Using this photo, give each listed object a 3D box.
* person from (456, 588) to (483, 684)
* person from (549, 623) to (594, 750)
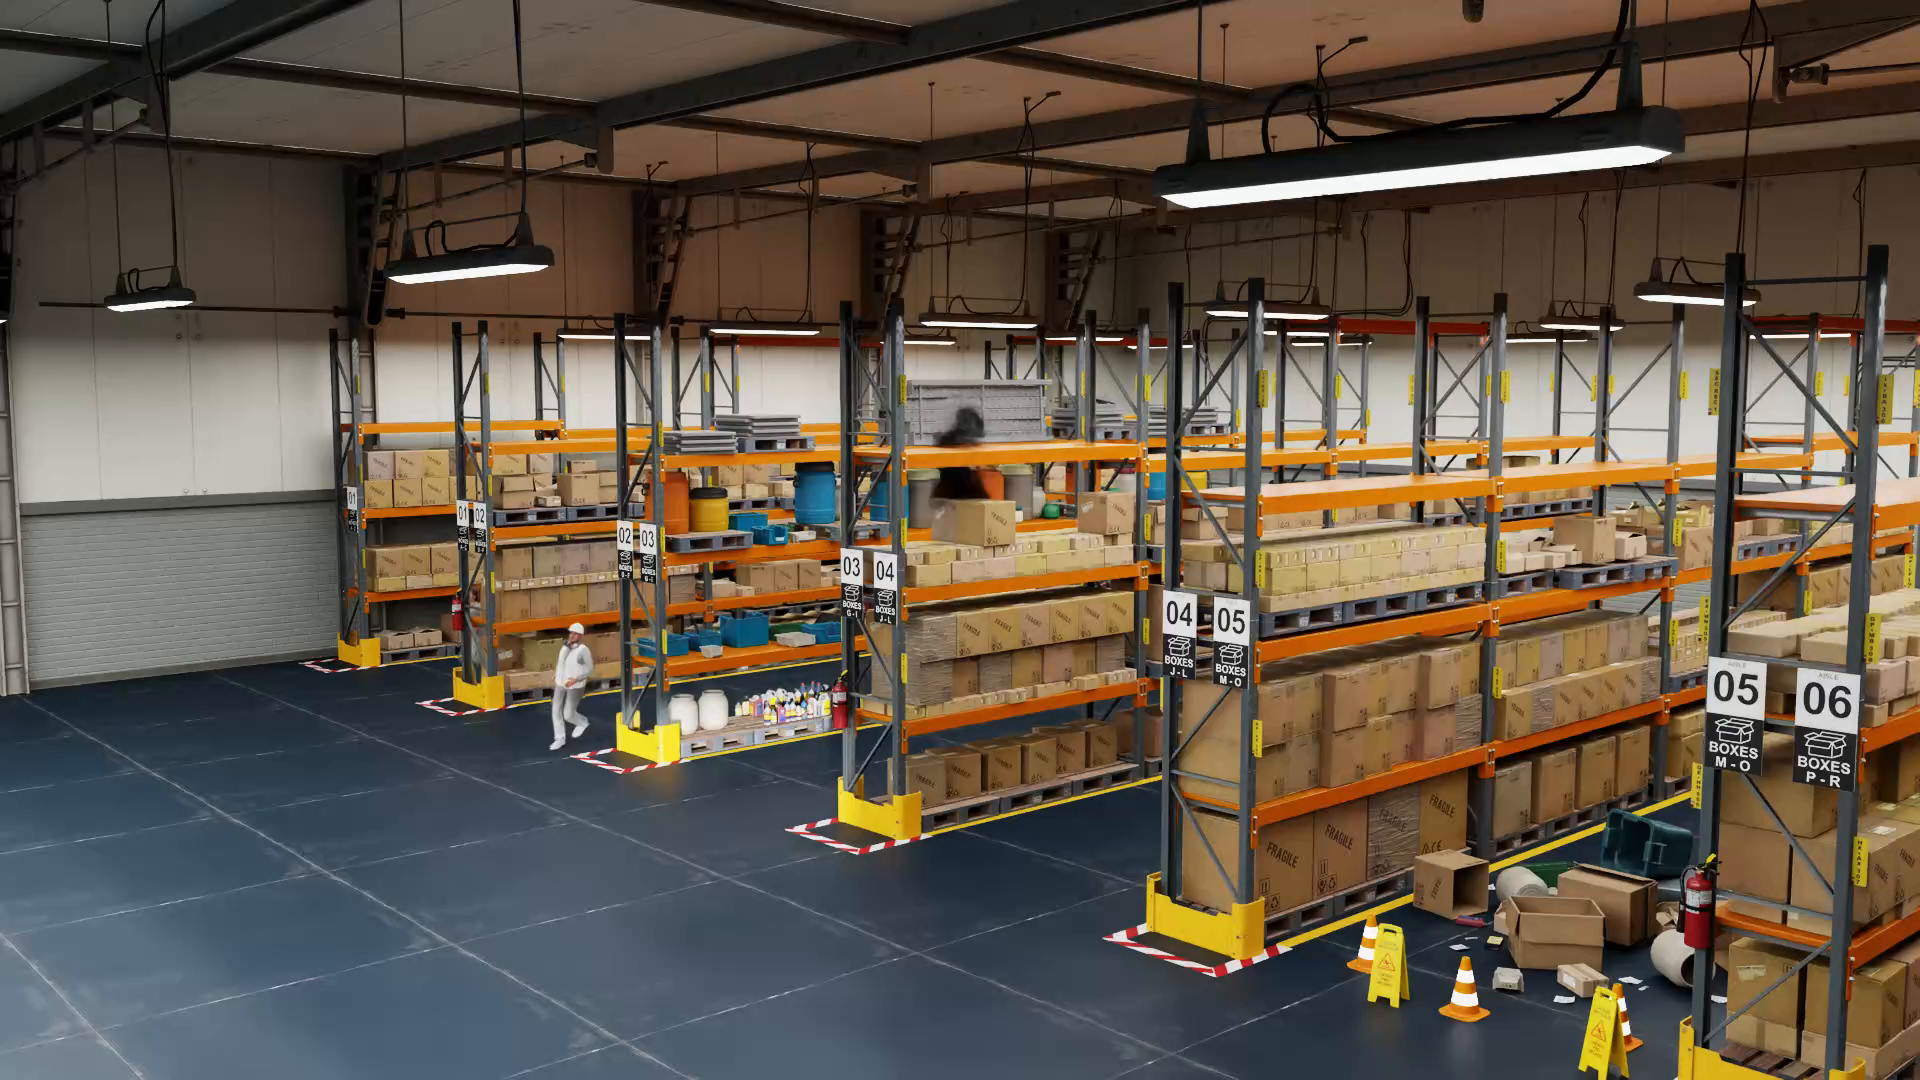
[{"bbox_3d":[-8.125,1.601,27.889,0.592,1.617,0.664,5,7,39],"label":"person"},{"bbox_3d":[-5.383,2.021,23.204,0.695,1.753,0.726,3,6,25],"label":"person"}]
